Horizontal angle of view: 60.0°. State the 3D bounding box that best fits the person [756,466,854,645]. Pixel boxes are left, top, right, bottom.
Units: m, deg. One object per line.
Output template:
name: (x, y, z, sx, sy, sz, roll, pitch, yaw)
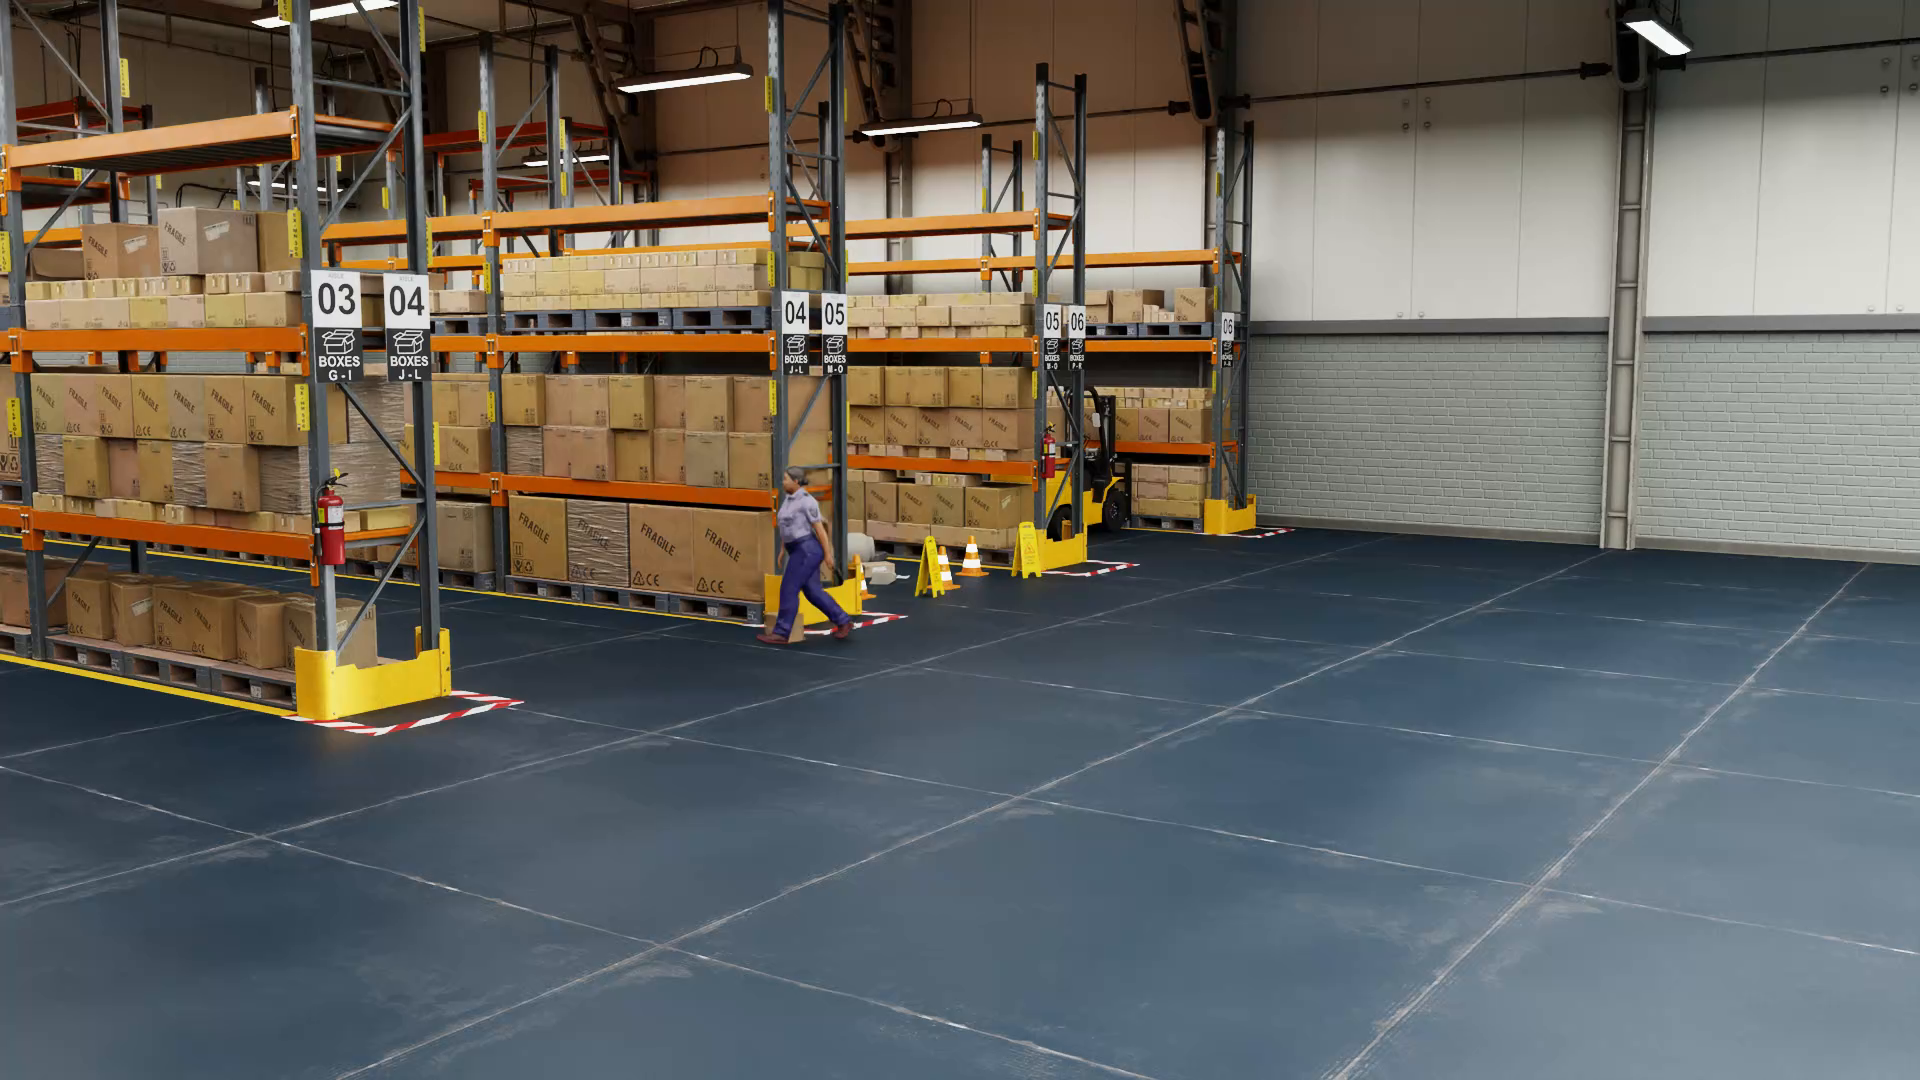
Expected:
person: (-1.422, 0.125, 15.021, 0.948, 1.594, 0.515, -3, 7, -24)
